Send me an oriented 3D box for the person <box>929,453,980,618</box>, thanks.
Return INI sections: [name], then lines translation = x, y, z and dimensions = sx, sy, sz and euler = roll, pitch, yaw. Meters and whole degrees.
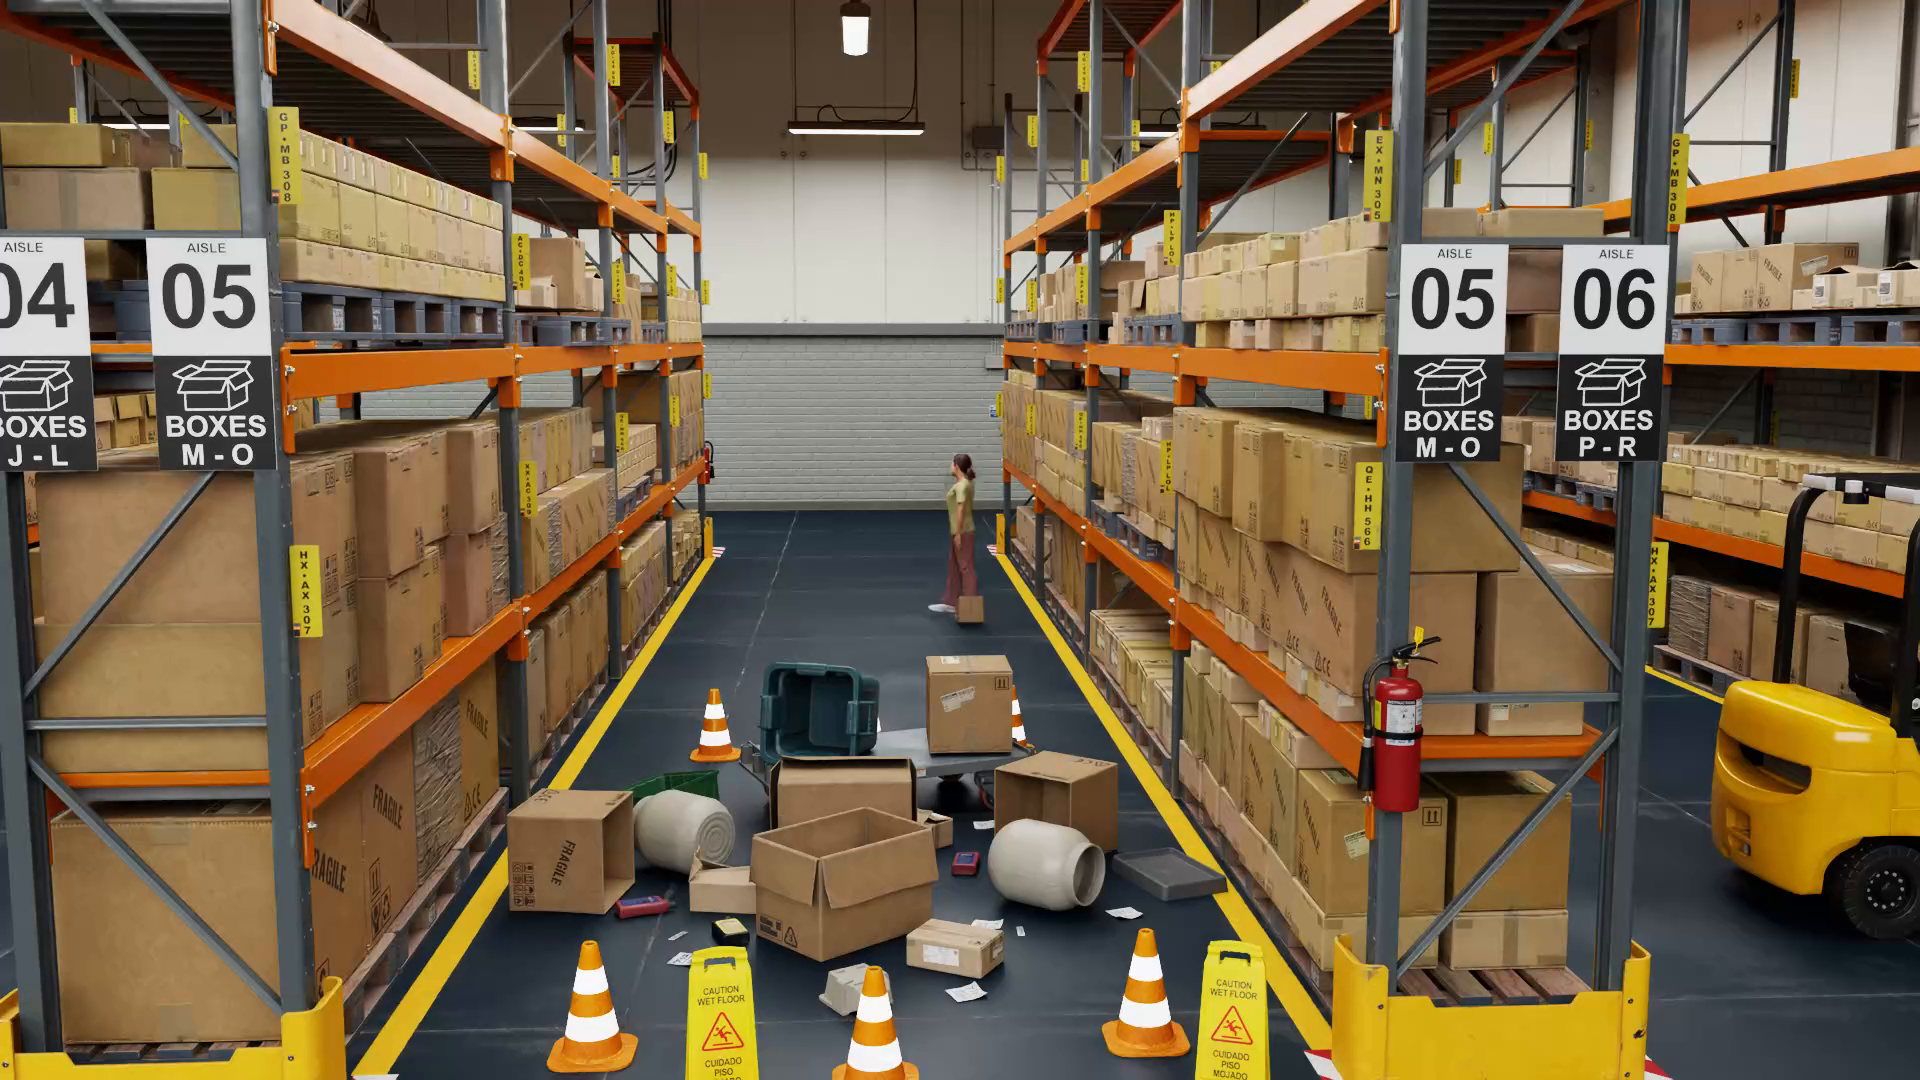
[person]
translation = -0.048, -0.055, 17.022
dimensions = 0.555, 1.671, 0.538
euler = 0, 7, 3
